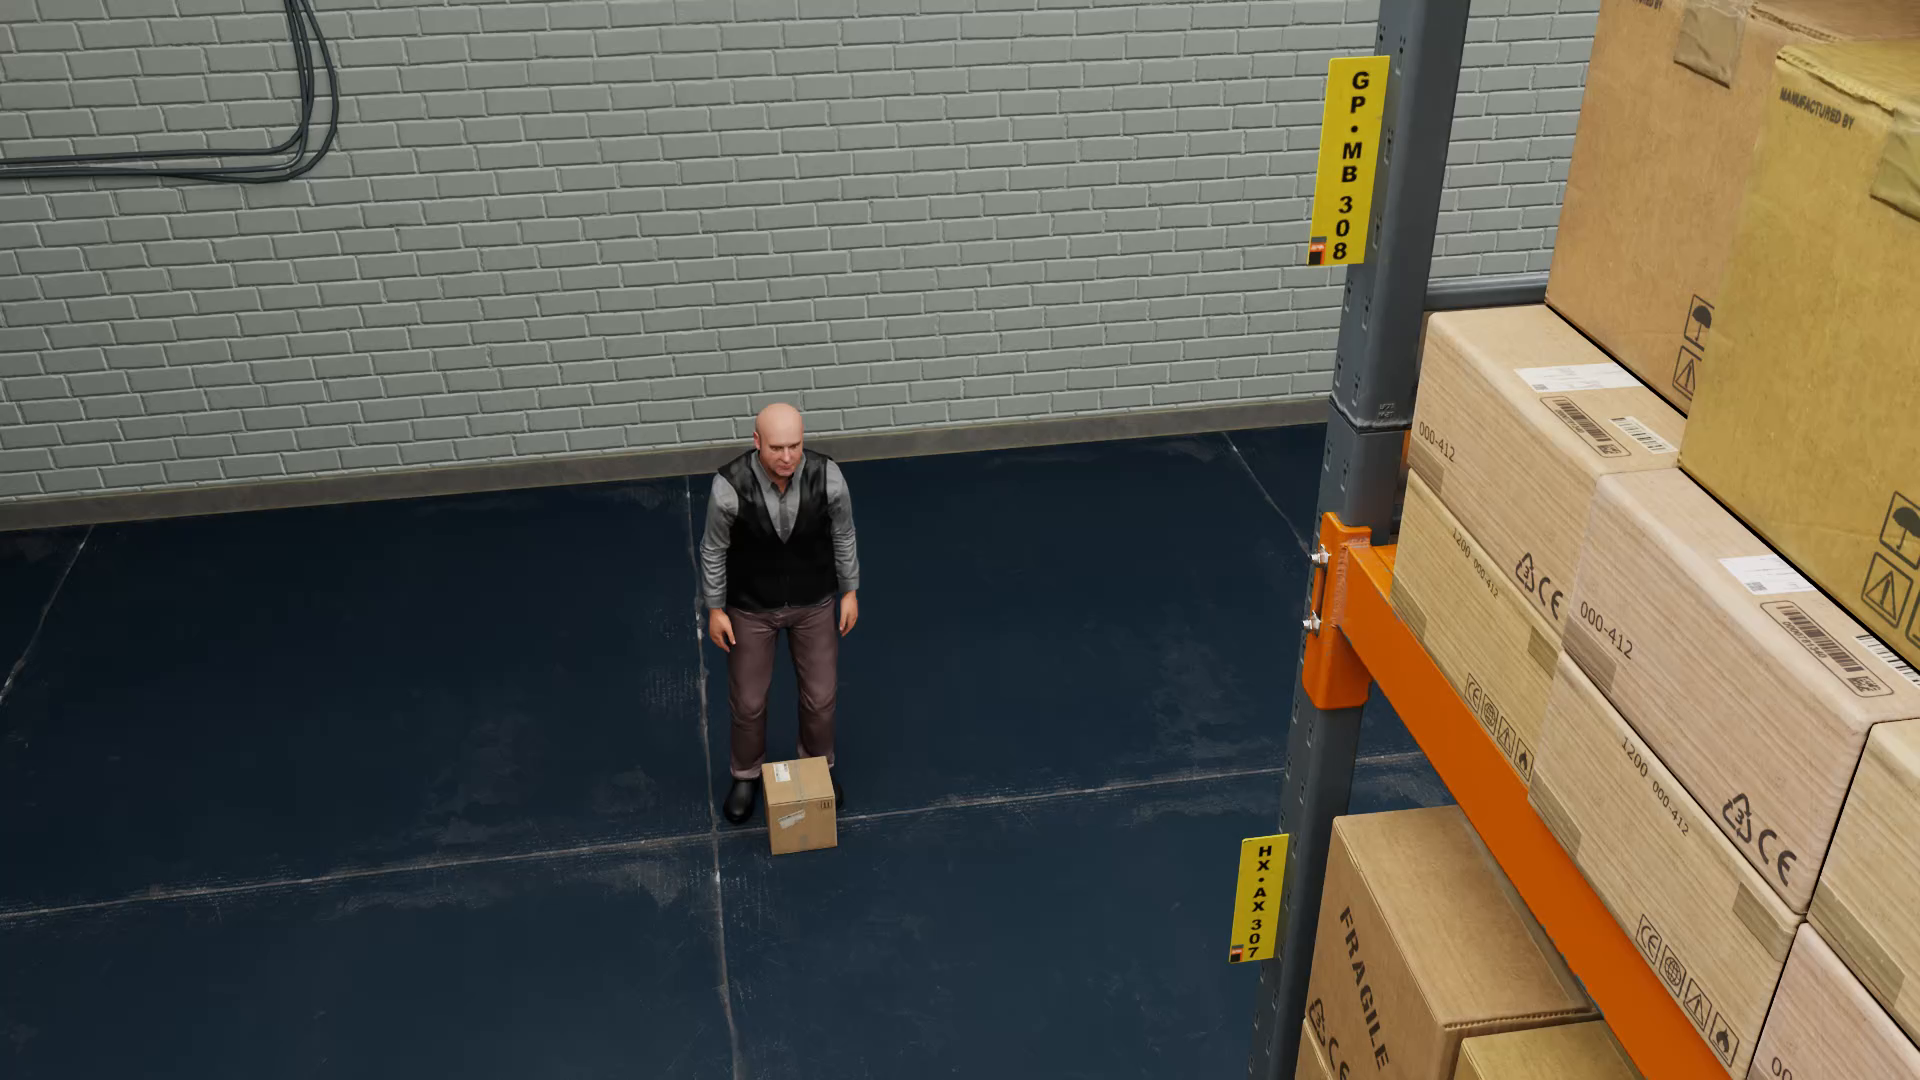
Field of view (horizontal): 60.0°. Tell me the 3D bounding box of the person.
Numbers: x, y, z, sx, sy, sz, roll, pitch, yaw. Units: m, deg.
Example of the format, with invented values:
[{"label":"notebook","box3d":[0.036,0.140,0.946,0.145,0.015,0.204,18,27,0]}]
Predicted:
[{"label":"person","box3d":[-0.668,0.243,6.242,0.593,1.721,0.421,-7,31,-12]}]
